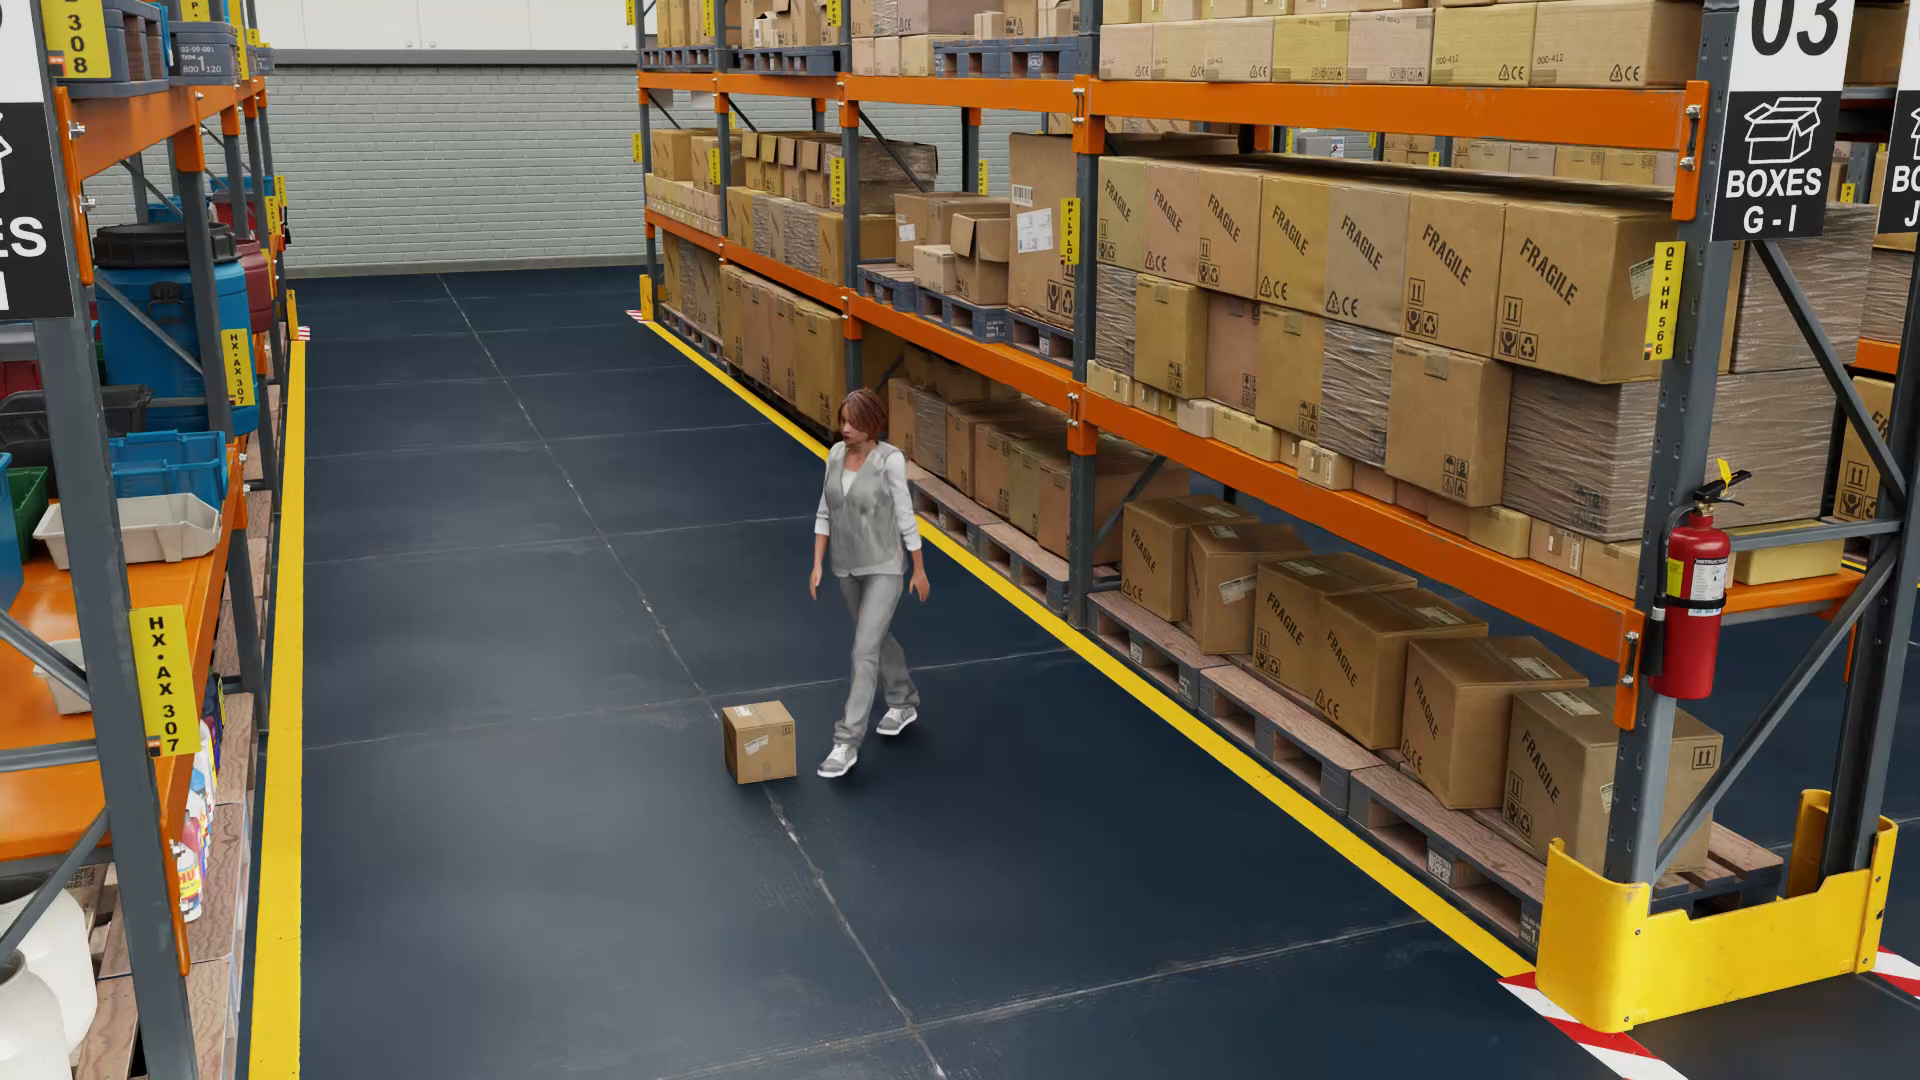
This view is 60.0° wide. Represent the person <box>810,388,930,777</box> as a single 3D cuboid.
[{"bbox_3d":[-4.090,-5.271,17.983,25.043,5.977,15.927,11,19,35],"label":"person"}]
